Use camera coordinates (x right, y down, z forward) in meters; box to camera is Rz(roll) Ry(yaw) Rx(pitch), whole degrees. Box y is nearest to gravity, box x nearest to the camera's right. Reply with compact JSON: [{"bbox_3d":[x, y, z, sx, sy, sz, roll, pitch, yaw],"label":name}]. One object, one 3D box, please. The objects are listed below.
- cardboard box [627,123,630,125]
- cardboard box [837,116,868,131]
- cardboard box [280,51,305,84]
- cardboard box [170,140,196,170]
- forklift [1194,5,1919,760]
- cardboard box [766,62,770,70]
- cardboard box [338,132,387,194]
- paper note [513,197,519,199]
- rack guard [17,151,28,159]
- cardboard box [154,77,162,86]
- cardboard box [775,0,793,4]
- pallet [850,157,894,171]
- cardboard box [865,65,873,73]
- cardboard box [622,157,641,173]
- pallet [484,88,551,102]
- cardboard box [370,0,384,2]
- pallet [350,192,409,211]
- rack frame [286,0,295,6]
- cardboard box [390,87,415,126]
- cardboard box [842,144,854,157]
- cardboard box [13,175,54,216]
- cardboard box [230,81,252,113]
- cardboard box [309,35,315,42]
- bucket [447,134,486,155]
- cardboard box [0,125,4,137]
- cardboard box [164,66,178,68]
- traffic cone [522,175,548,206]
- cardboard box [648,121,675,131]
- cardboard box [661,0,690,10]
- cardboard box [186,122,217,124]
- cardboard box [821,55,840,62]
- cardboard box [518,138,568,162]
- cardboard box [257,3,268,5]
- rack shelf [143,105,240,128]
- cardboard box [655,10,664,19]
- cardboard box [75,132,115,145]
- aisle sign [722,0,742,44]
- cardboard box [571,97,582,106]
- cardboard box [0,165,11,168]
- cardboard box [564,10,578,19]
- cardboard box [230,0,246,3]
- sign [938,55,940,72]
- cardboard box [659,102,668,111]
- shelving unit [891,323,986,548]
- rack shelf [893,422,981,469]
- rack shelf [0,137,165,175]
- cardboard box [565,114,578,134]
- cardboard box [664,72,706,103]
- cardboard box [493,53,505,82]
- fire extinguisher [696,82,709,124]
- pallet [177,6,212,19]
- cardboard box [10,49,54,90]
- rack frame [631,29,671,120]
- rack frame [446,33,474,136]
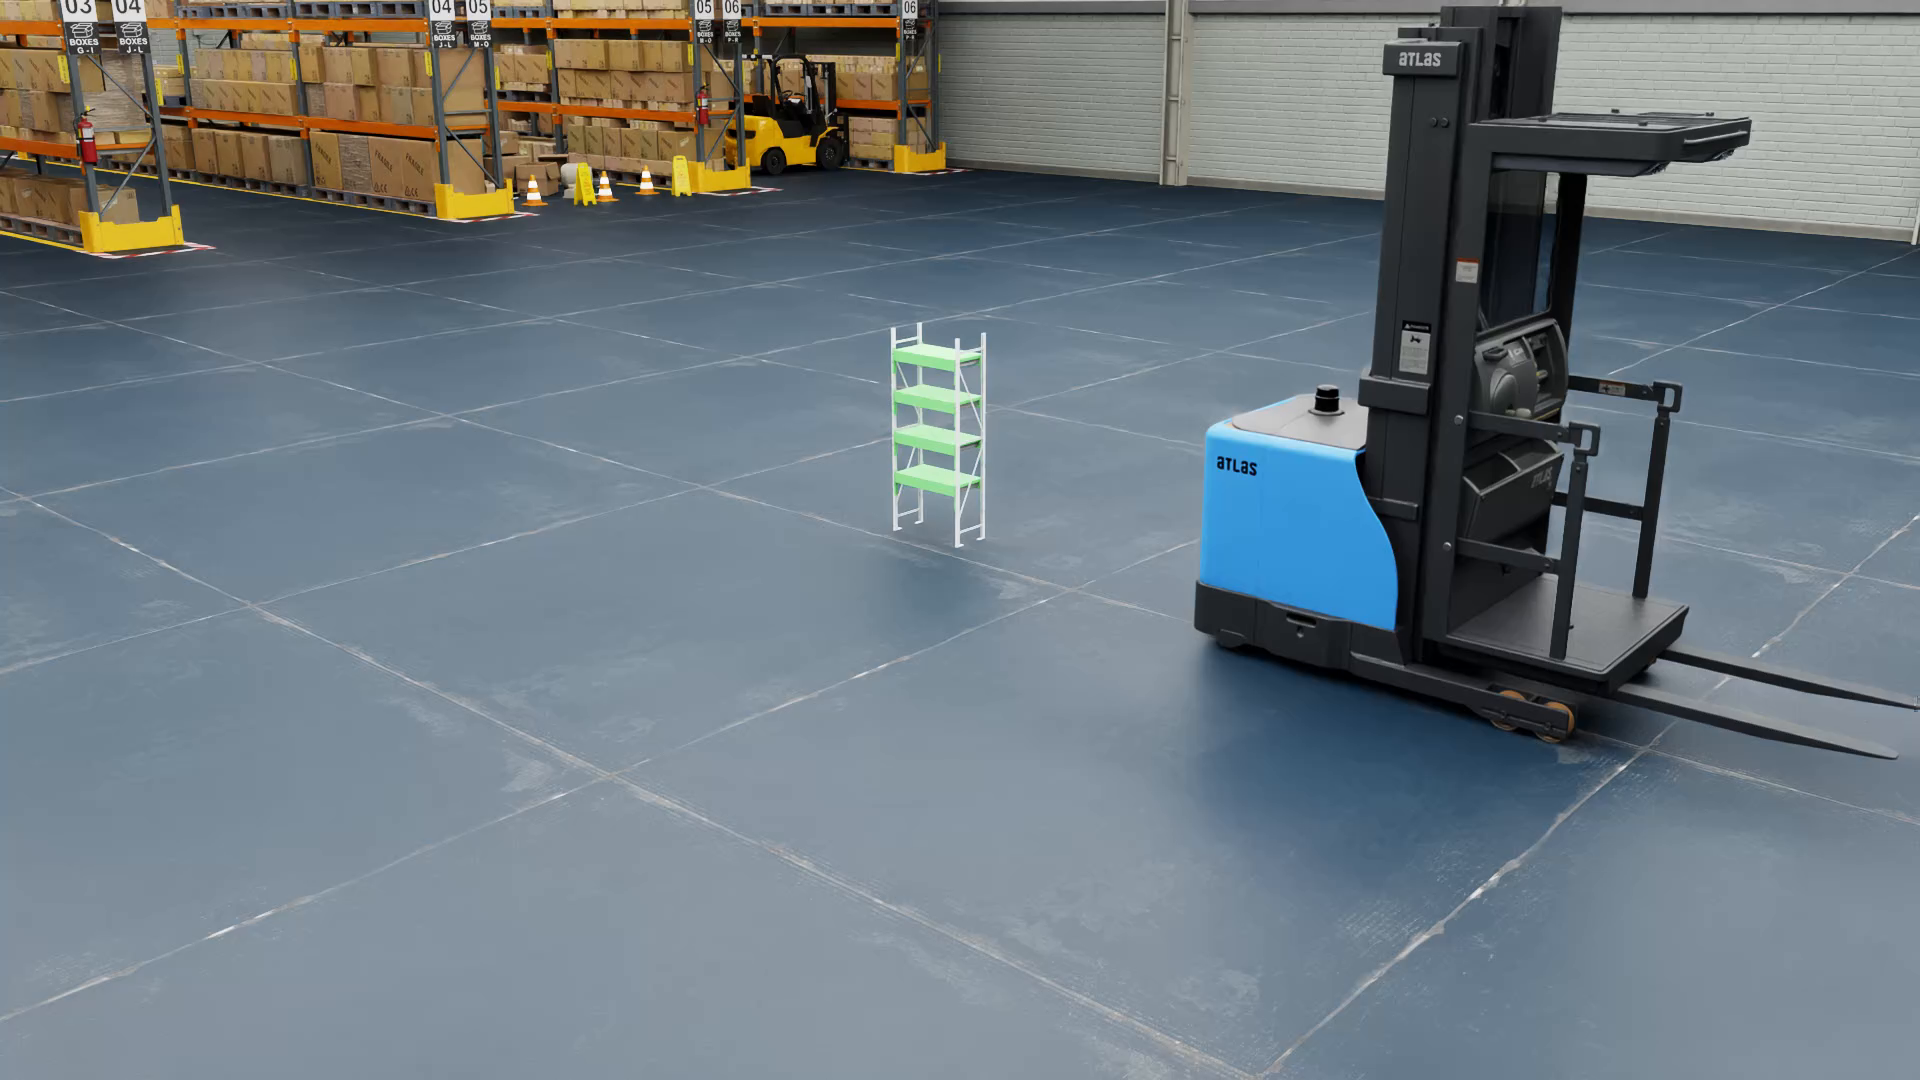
[{"bbox_3d":[-6.068,-7.349,30.422,0.500,0.500,0.500,16,23,40],"label":"cardboard box"},{"bbox_3d":[-2.108,-8.171,32.598,0.500,0.250,0.500,15,23,40],"label":"cardboard box"},{"bbox_3d":[-10.656,-7.744,27.237,0.500,0.500,0.700,15,23,38],"label":"cardboard box"},{"bbox_3d":[-13.938,-7.007,30.169,0.500,0.500,0.500,15,23,39],"label":"cardboard box"},{"bbox_3d":[2.586,-0.731,7.069,3.031,2.935,1.130,14,23,38],"label":"forklift"},{"bbox_3d":[-3.715,-9.619,33.725,0.250,0.149,0.380,15,23,38],"label":"cardboard box"},{"bbox_3d":[-9.180,-5.987,26.336,0.875,0.875,0.875,15,23,40],"label":"cardboard box"},{"bbox_3d":[-7.304,-5.593,27.188,0.144,0.017,0.142,-9,20,-27],"label":"paper note"},{"bbox_3d":[-19.199,-8.325,35.016,0.348,0.500,1.175,15,23,39],"label":"rack guard"},{"bbox_3d":[-14.145,-8.197,29.709,0.250,0.149,0.380,16,24,41],"label":"cardboard box"},{"bbox_3d":[-3.318,-10.799,33.008,0.500,0.311,0.500,16,23,40],"label":"cardboard box"},{"bbox_3d":[-1.387,-7.398,32.572,1.213,0.211,1.003,15,23,39],"label":"pallet"},{"bbox_3d":[-1.597,-9.056,31.951,0.250,0.149,0.380,16,23,40],"label":"cardboard box"},{"bbox_3d":[-5.639,-6.660,29.488,0.500,0.250,0.500,14,22,37],"label":"cardboard box"},{"bbox_3d":[-8.555,-8.586,32.023,1.213,0.211,1.003,15,23,39],"label":"pallet"},{"bbox_3d":[-8.524,-8.071,24.681,0.250,0.149,0.380,15,23,38],"label":"cardboard box"},{"bbox_3d":[-8.847,-5.377,26.207,1.213,0.211,1.003,15,23,39],"label":"pallet"},{"bbox_3d":[-10.281,-9.981,26.186,0.127,3.000,1.000,15,23,39],"label":"rack frame"},{"bbox_3d":[-8.022,-6.560,25.075,0.550,0.550,0.875,15,23,39],"label":"cardboard box"},{"bbox_3d":[-2.082,-7.700,32.765,0.500,0.250,0.500,15,23,40],"label":"cardboard box"},{"bbox_3d":[-12.943,-4.826,23.298,0.500,0.500,0.500,-10,20,-28],"label":"cardboard box"},{"bbox_3d":[-11.986,-7.518,28.177,0.500,0.500,0.500,15,23,39],"label":"cardboard box"},{"bbox_3d":[-13.801,-10.821,35.860,0.250,0.149,0.380,15,23,39],"label":"cardboard box"},{"bbox_3d":[-8.649,-6.780,28.916,0.726,0.611,0.620,-9,10,-27],"label":"bucket"},{"bbox_3d":[-12.951,-5.584,22.664,0.250,0.149,0.380,15,23,39],"label":"cardboard box"},{"bbox_3d":[-14.474,-8.689,30.770,0.250,0.149,0.380,16,24,41],"label":"cardboard box"},{"bbox_3d":[-6.744,-5.537,26.295,0.334,0.463,0.336,15,23,39],"label":"traffic cone"},{"bbox_3d":[-5.170,-7.175,28.802,0.250,0.149,0.380,16,24,41],"label":"cardboard box"},{"bbox_3d":[-4.641,-9.001,27.811,0.500,0.250,0.500,15,23,39],"label":"cardboard box"},{"bbox_3d":[-14.007,-7.586,30.755,0.500,0.250,0.500,15,23,39],"label":"cardboard box"},{"bbox_3d":[-2.523,-9.467,32.752,0.250,0.149,0.380,15,23,39],"label":"cardboard box"},{"bbox_3d":[-8.005,-7.458,31.803,0.950,0.372,0.625,-17,24,-42],"label":"cardboard box"},{"bbox_3d":[-15.385,-11.959,36.932,0.250,0.149,0.380,16,24,41],"label":"cardboard box"},{"bbox_3d":[-14.768,-7.984,30.998,4.000,0.370,1.077,15,23,39],"label":"rack shelf"},{"bbox_3d":[-4.916,-8.881,28.093,0.250,0.149,0.380,16,24,41],"label":"cardboard box"},{"bbox_3d":[-11.007,-5.108,21.162,0.250,0.149,0.380,15,23,39],"label":"cardboard box"},{"bbox_3d":[-3.827,-8.756,27.944,0.004,0.787,0.394,15,23,39],"label":"aisle sign"},{"bbox_3d":[-6.825,-7.968,30.174,0.250,0.149,0.380,16,24,41],"label":"cardboard box"},{"bbox_3d":[-14.438,-5.266,24.652,0.500,0.500,0.700,15,23,39],"label":"cardboard box"},{"bbox_3d":[-6.843,-9.388,29.691,0.250,0.149,0.380,15,23,39],"label":"cardboard box"},{"bbox_3d":[-11.738,-9.059,27.527,0.500,0.311,0.500,14,22,37],"label":"cardboard box"},{"bbox_3d":[-0.414,-9.157,31.946,0.005,0.325,0.100,15,23,39],"label":"sign"},{"bbox_3d":[-4.941,-7.448,28.536,0.250,0.149,0.380,15,23,38],"label":"cardboard box"},{"bbox_3d":[-0.124,-0.605,9.535,0.503,1.200,0.258,15,23,39],"label":"shelving unit"},{"bbox_3d":[-0.124,-0.544,9.554,0.480,0.148,0.258,15,23,39],"label":"rack shelf"},{"bbox_3d":[-12.153,-5.275,22.465,4.000,0.370,1.077,15,23,39],"label":"rack shelf"},{"bbox_3d":[-8.775,-9.647,38.488,0.500,0.500,0.500,14,22,38],"label":"cardboard box"},{"bbox_3d":[-4.668,-7.695,28.243,0.500,0.500,0.500,15,23,38],"label":"cardboard box"},{"bbox_3d":[-8.715,-9.002,31.666,0.500,0.500,0.500,14,22,37],"label":"cardboard box"},{"bbox_3d":[-4.299,-7.295,27.766,0.183,0.674,0.296,15,23,39],"label":"fire extinguisher"},{"bbox_3d":[-12.756,-9.147,28.830,1.003,0.211,1.213,16,24,42],"label":"pallet"},{"bbox_3d":[-11.982,-6.137,21.682,0.500,0.500,0.500,15,23,39],"label":"cardboard box"},{"bbox_3d":[-6.771,-10.189,36.758,0.127,3.000,1.000,15,23,39],"label":"rack frame"},{"bbox_3d":[-10.062,-9.065,33.217,0.127,3.000,1.000,15,23,39],"label":"rack frame"}]
